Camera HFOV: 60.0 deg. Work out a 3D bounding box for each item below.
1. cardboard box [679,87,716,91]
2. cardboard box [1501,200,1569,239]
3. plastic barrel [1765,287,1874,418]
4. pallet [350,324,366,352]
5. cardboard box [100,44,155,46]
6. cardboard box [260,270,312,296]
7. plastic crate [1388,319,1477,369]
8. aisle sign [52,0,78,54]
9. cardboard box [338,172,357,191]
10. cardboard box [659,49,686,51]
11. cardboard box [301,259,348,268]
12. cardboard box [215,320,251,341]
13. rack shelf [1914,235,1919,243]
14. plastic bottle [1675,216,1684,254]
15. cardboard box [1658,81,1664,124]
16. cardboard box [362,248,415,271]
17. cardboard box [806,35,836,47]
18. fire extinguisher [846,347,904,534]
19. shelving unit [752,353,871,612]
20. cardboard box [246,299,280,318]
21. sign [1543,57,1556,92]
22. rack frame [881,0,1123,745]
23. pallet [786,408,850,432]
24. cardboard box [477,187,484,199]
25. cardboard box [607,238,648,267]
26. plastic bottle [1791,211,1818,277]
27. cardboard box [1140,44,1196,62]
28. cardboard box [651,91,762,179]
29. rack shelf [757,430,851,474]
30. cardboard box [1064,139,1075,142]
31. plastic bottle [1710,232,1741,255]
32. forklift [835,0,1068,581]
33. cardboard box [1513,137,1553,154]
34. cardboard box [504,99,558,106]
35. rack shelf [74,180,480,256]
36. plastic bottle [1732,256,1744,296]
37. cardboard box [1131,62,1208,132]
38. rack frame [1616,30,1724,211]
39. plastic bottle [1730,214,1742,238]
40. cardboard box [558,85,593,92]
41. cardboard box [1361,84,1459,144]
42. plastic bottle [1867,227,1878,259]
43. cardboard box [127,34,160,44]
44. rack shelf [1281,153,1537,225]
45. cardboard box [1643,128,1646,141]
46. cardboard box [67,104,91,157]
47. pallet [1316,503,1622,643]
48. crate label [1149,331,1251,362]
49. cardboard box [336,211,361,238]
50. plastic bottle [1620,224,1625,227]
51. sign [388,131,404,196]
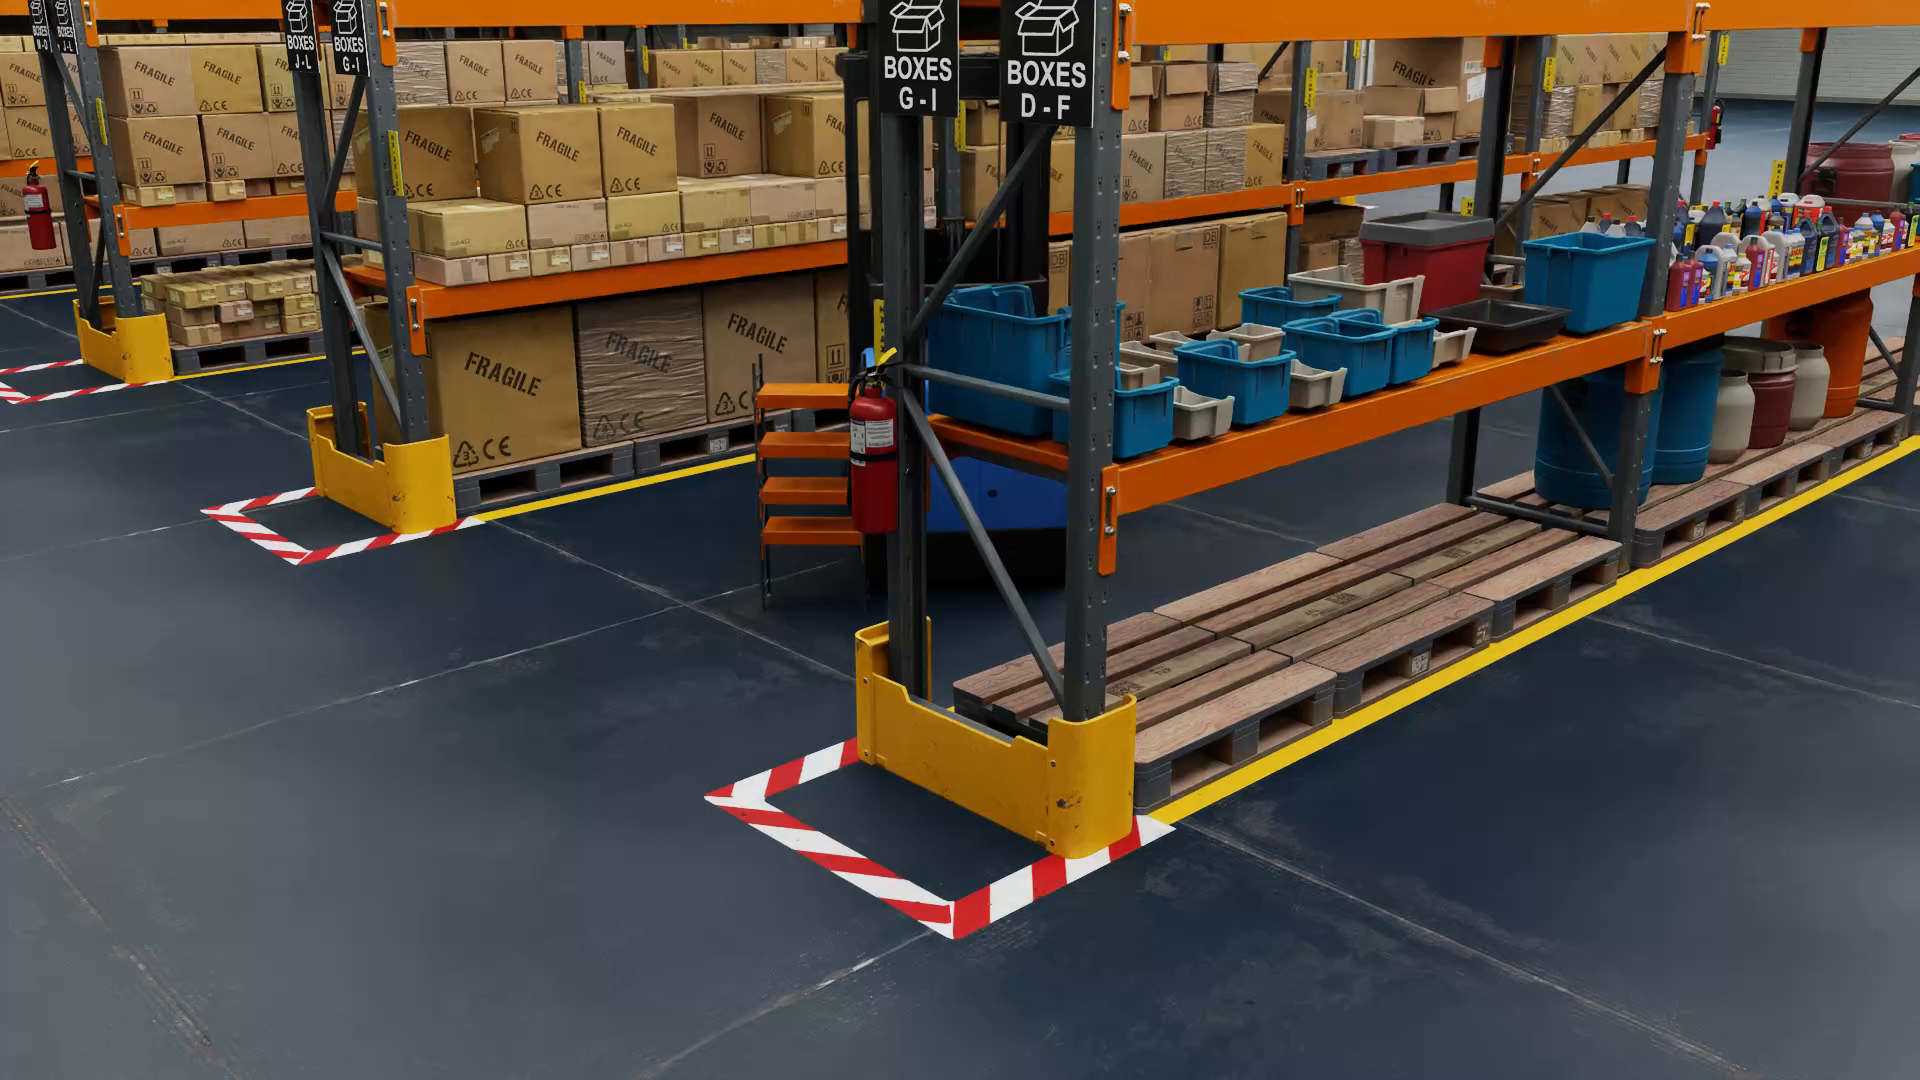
[{"bbox_3d":[-2.613,-4.369,16.357,0.380,0.149,0.250,17,24,41],"label":"cardboard box"},{"bbox_3d":[6.158,-3.372,17.894,0.500,0.500,0.500,-8,20,-24],"label":"cardboard box"},{"bbox_3d":[5.582,-1.265,10.861,0.708,0.830,0.600,-16,24,-41],"label":"plastic barrel"},{"bbox_3d":[-5.068,-1.864,14.391,1.213,0.211,1.003,-16,24,-41],"label":"pallet"},{"bbox_3d":[-6.463,-3.570,12.867,0.500,0.500,0.500,-17,24,-42],"label":"cardboard box"},{"bbox_3d":[-5.498,-2.096,13.561,0.380,0.149,0.250,16,24,41],"label":"cardboard box"},{"bbox_3d":[1.961,-0.824,6.994,0.466,0.136,0.293,-16,24,-41],"label":"plastic crate"},{"bbox_3d":[-6.471,-3.907,11.956,0.004,0.787,0.394,-16,24,-41],"label":"aisle sign"},{"bbox_3d":[-5.065,-2.971,13.690,0.250,0.149,0.380,-15,23,-39],"label":"cardboard box"},{"bbox_3d":[-3.778,-6.195,21.904,0.500,0.500,0.500,-17,24,-42],"label":"cardboard box"},{"bbox_3d":[-5.434,-2.313,14.233,0.380,0.149,0.250,17,25,42],"label":"cardboard box"},{"bbox_3d":[-5.890,-1.710,13.336,0.250,0.149,0.380,-16,24,-41],"label":"cardboard box"},{"bbox_3d":[7.379,-2.287,12.340,4.000,0.370,1.077,-16,24,-41],"label":"rack shelf"},{"bbox_3d":[4.186,-1.760,9.757,0.097,0.271,0.097,0,18,0],"label":"plastic bottle"},{"bbox_3d":[7.636,-4.956,18.763,0.500,0.500,0.875,-16,24,-41],"label":"cardboard box"},{"bbox_3d":[-3.257,-1.650,9.616,0.250,0.149,0.380,-16,24,-40],"label":"cardboard box"},{"bbox_3d":[-1.964,-7.060,23.521,0.250,0.149,0.380,-16,24,-41],"label":"cardboard box"},{"bbox_3d":[-0.309,-0.366,5.979,0.183,0.674,0.296,-16,24,-41],"label":"fire extinguisher"},{"bbox_3d":[-0.693,-0.266,7.860,0.503,1.200,0.258,0,18,1],"label":"shelving unit"},{"bbox_3d":[-5.712,-1.909,13.467,0.250,0.149,0.380,-16,24,-40],"label":"cardboard box"},{"bbox_3d":[5.813,-4.590,16.400,0.005,0.325,0.100,-16,24,-41],"label":"sign"},{"bbox_3d":[0.113,-0.510,5.694,0.127,3.000,1.000,-16,24,-41],"label":"rack frame"},{"bbox_3d":[-0.990,-0.997,11.719,1.213,0.211,1.003,-16,24,-41],"label":"pallet"},{"bbox_3d":[-2.751,-1.960,9.926,0.500,0.250,0.500,-17,24,-42],"label":"cardboard box"},{"bbox_3d":[-2.060,-1.720,9.833,0.250,0.149,0.380,-17,24,-42],"label":"cardboard box"},{"bbox_3d":[4.719,-1.666,9.341,0.185,0.351,0.144,-16,24,-41],"label":"plastic bottle"},{"bbox_3d":[2.387,-5.951,20.482,0.550,0.550,0.875,-16,24,-41],"label":"cardboard box"},{"bbox_3d":[-1.645,-2.636,10.797,0.500,0.500,0.500,17,25,42],"label":"cardboard box"},{"bbox_3d":[-0.693,-0.415,7.812,0.480,0.148,0.258,0,18,1],"label":"rack shelf"},{"bbox_3d":[0.851,-2.769,12.500,0.500,0.500,0.500,-17,25,-42],"label":"cardboard box"},{"bbox_3d":[4.186,-1.542,9.077,0.135,0.276,0.152,-16,24,-41],"label":"plastic bottle"},{"bbox_3d":[-0.098,-1.605,9.183,1.130,2.935,3.031,-2,18,-7],"label":"forklift"},{"bbox_3d":[5.792,-4.021,16.931,0.250,0.149,0.380,-16,24,-41],"label":"cardboard box"},{"bbox_3d":[-3.875,-3.624,14.653,0.500,0.500,0.500,-16,24,-41],"label":"cardboard box"},{"bbox_3d":[-5.171,-2.834,14.030,4.000,0.370,1.077,-16,24,-41],"label":"rack shelf"},{"bbox_3d":[4.057,-1.392,8.738,0.097,0.201,0.097,0,18,0],"label":"plastic bottle"},{"bbox_3d":[1.505,-3.551,13.285,0.637,0.503,0.797,-16,24,-40],"label":"cardboard box"},{"bbox_3d":[8.336,-5.010,19.574,0.127,3.000,1.000,-16,24,-41],"label":"rack frame"},{"bbox_3d":[4.853,-1.947,10.447,0.097,0.201,0.097,0,18,0],"label":"plastic bottle"},{"bbox_3d":[-4.833,-5.433,20.312,0.500,0.250,0.500,-17,25,-42],"label":"cardboard box"},{"bbox_3d":[4.233,-4.024,15.683,0.637,0.503,0.797,-13,22,-35],"label":"cardboard box"},{"bbox_3d":[5.449,-1.798,9.989,0.097,0.201,0.097,0,18,0],"label":"plastic bottle"},{"bbox_3d":[-8.338,-5.071,16.928,0.250,0.149,0.380,-16,24,-41],"label":"cardboard box"},{"bbox_3d":[3.976,-3.397,15.764,4.000,0.370,1.077,-16,24,-41],"label":"rack shelf"},{"bbox_3d":[7.374,-4.516,18.456,0.250,0.149,0.380,-16,24,-41],"label":"cardboard box"},{"bbox_3d":[-8.822,-4.143,16.737,0.500,0.500,0.500,-16,24,-41],"label":"cardboard box"},{"bbox_3d":[2.512,0.133,8.231,1.213,0.211,1.003,-16,24,-41],"label":"pallet"},{"bbox_3d":[0.987,-0.749,6.762,0.243,0.136,0.396,-16,24,-41],"label":"crate label"},{"bbox_3d":[-6.797,-4.027,19.305,0.875,0.875,0.875,-15,23,-39],"label":"cardboard box"},{"bbox_3d":[3.716,-1.639,9.377,0.135,0.276,0.152,-16,24,-41],"label":"plastic bottle"},{"bbox_3d":[-2.913,-1.944,8.584,0.005,0.325,0.100,-16,24,-41],"label":"sign"}]
